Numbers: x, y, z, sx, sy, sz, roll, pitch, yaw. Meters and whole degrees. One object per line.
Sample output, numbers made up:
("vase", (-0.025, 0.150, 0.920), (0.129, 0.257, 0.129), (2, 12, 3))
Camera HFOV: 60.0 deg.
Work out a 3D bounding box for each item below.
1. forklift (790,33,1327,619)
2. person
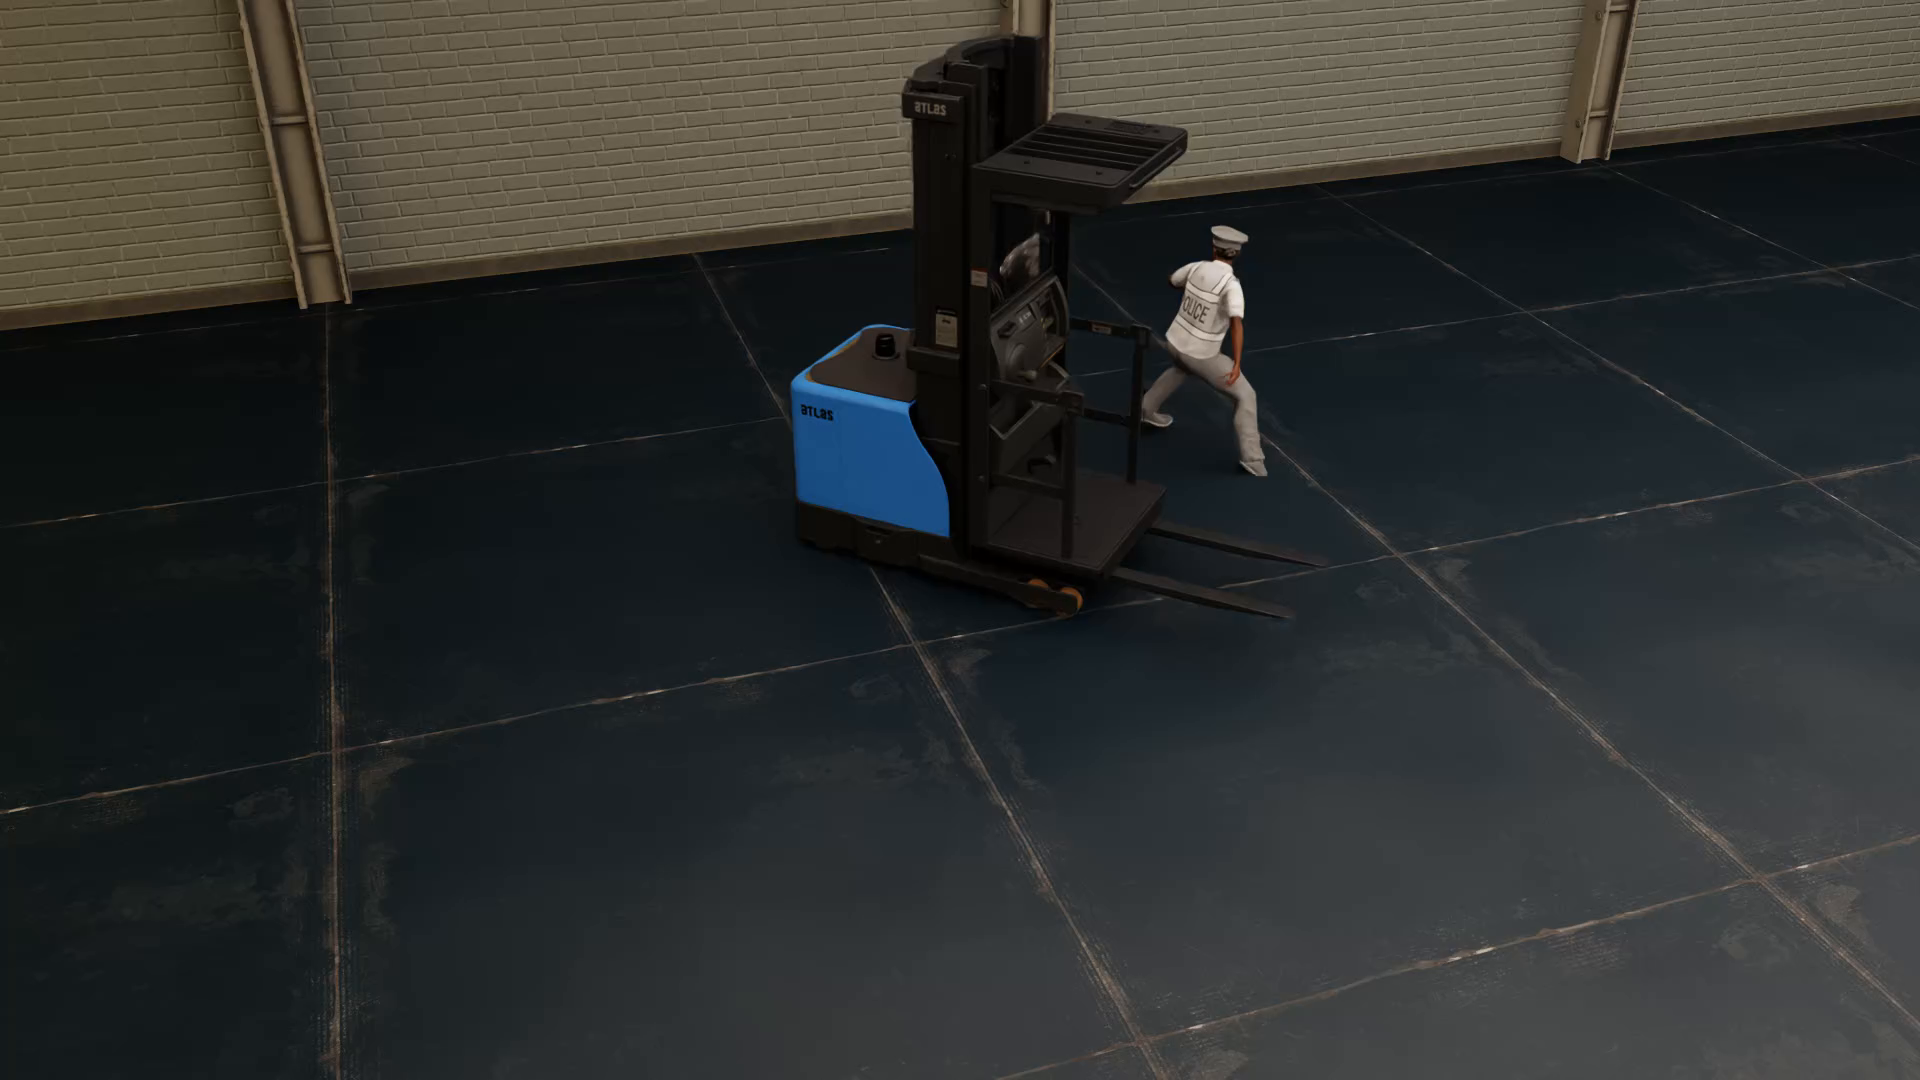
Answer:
("forklift", (0.567, -1.142, 9.071), (3.031, 2.935, 1.130), (14, 33, 22))
("person", (1.611, -1.193, 10.703), (0.532, 1.609, 1.030), (-15, 33, -25))
